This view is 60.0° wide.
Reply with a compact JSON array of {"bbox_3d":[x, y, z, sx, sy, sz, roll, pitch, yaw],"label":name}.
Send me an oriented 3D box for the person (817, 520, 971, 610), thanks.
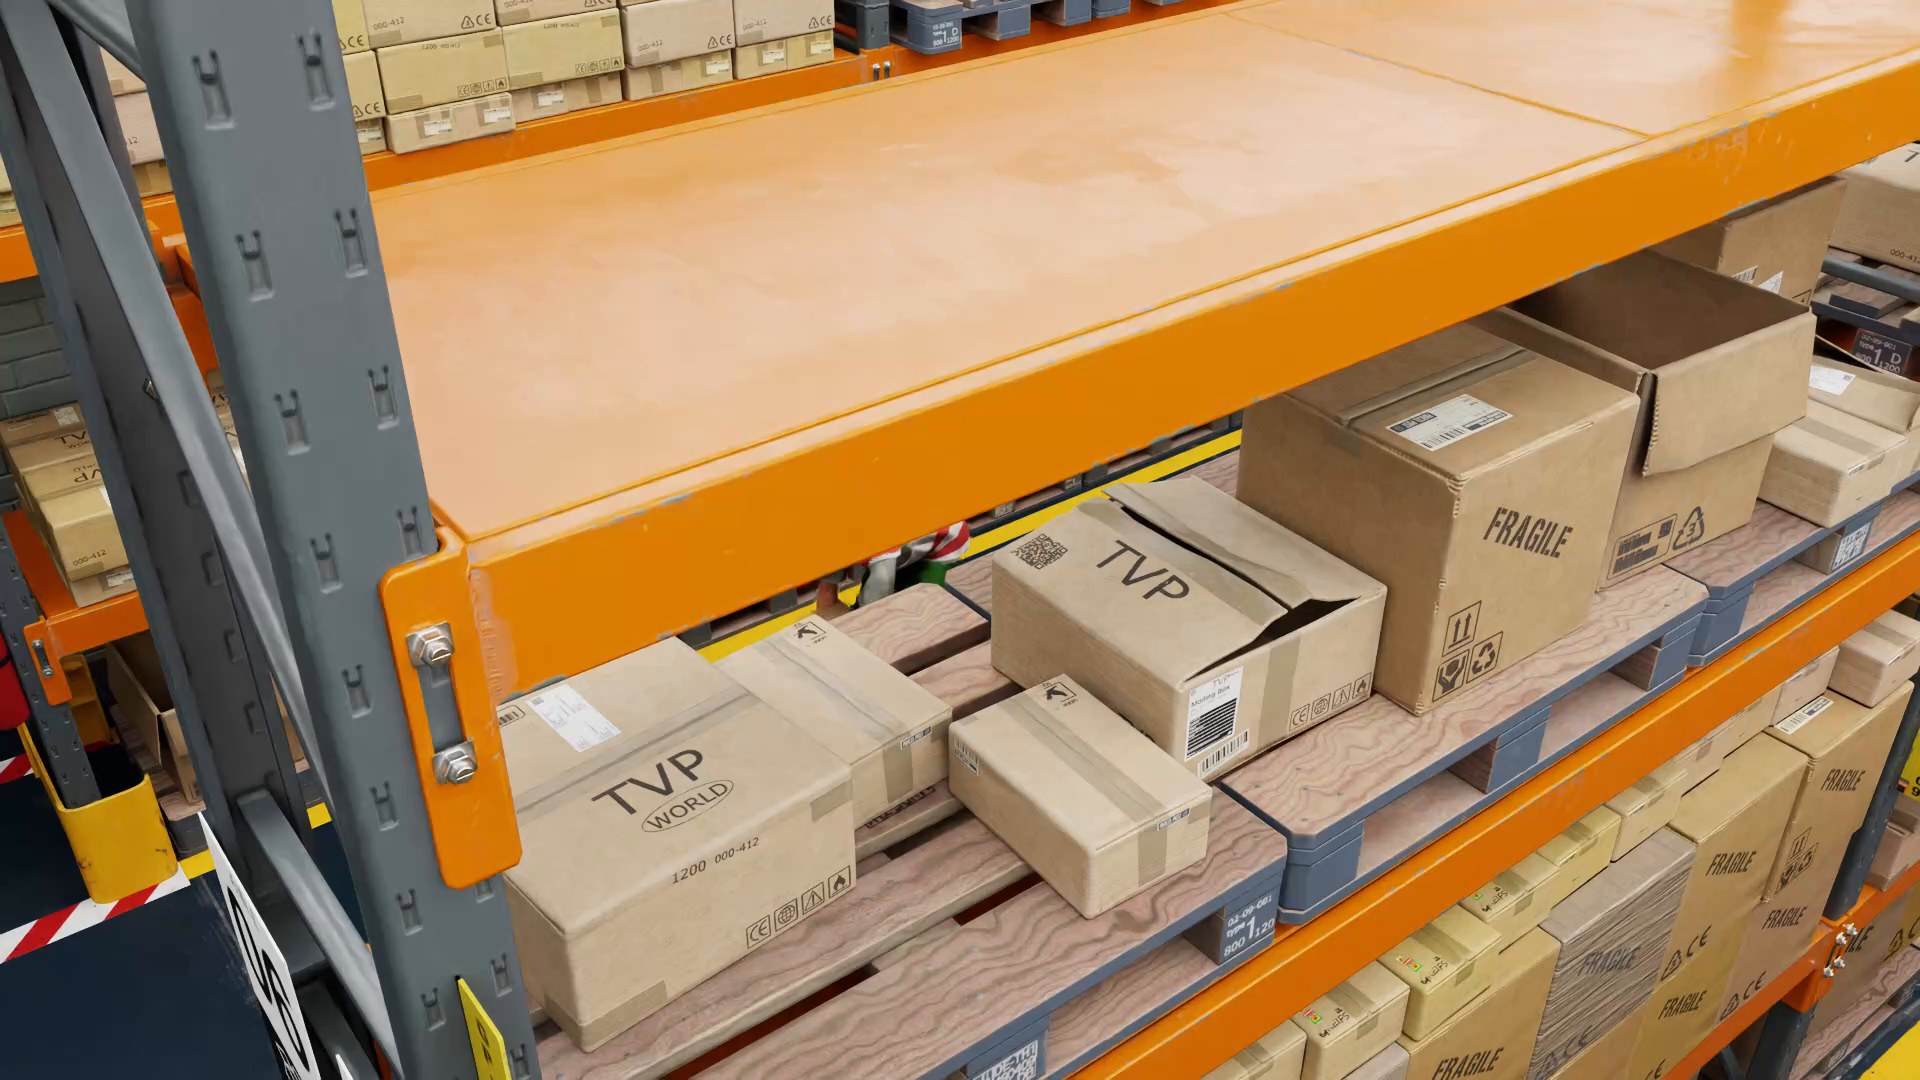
[{"bbox_3d":[-0.379,0.316,7.655,0.940,1.204,0.508,-24,39,-33],"label":"person"}]
